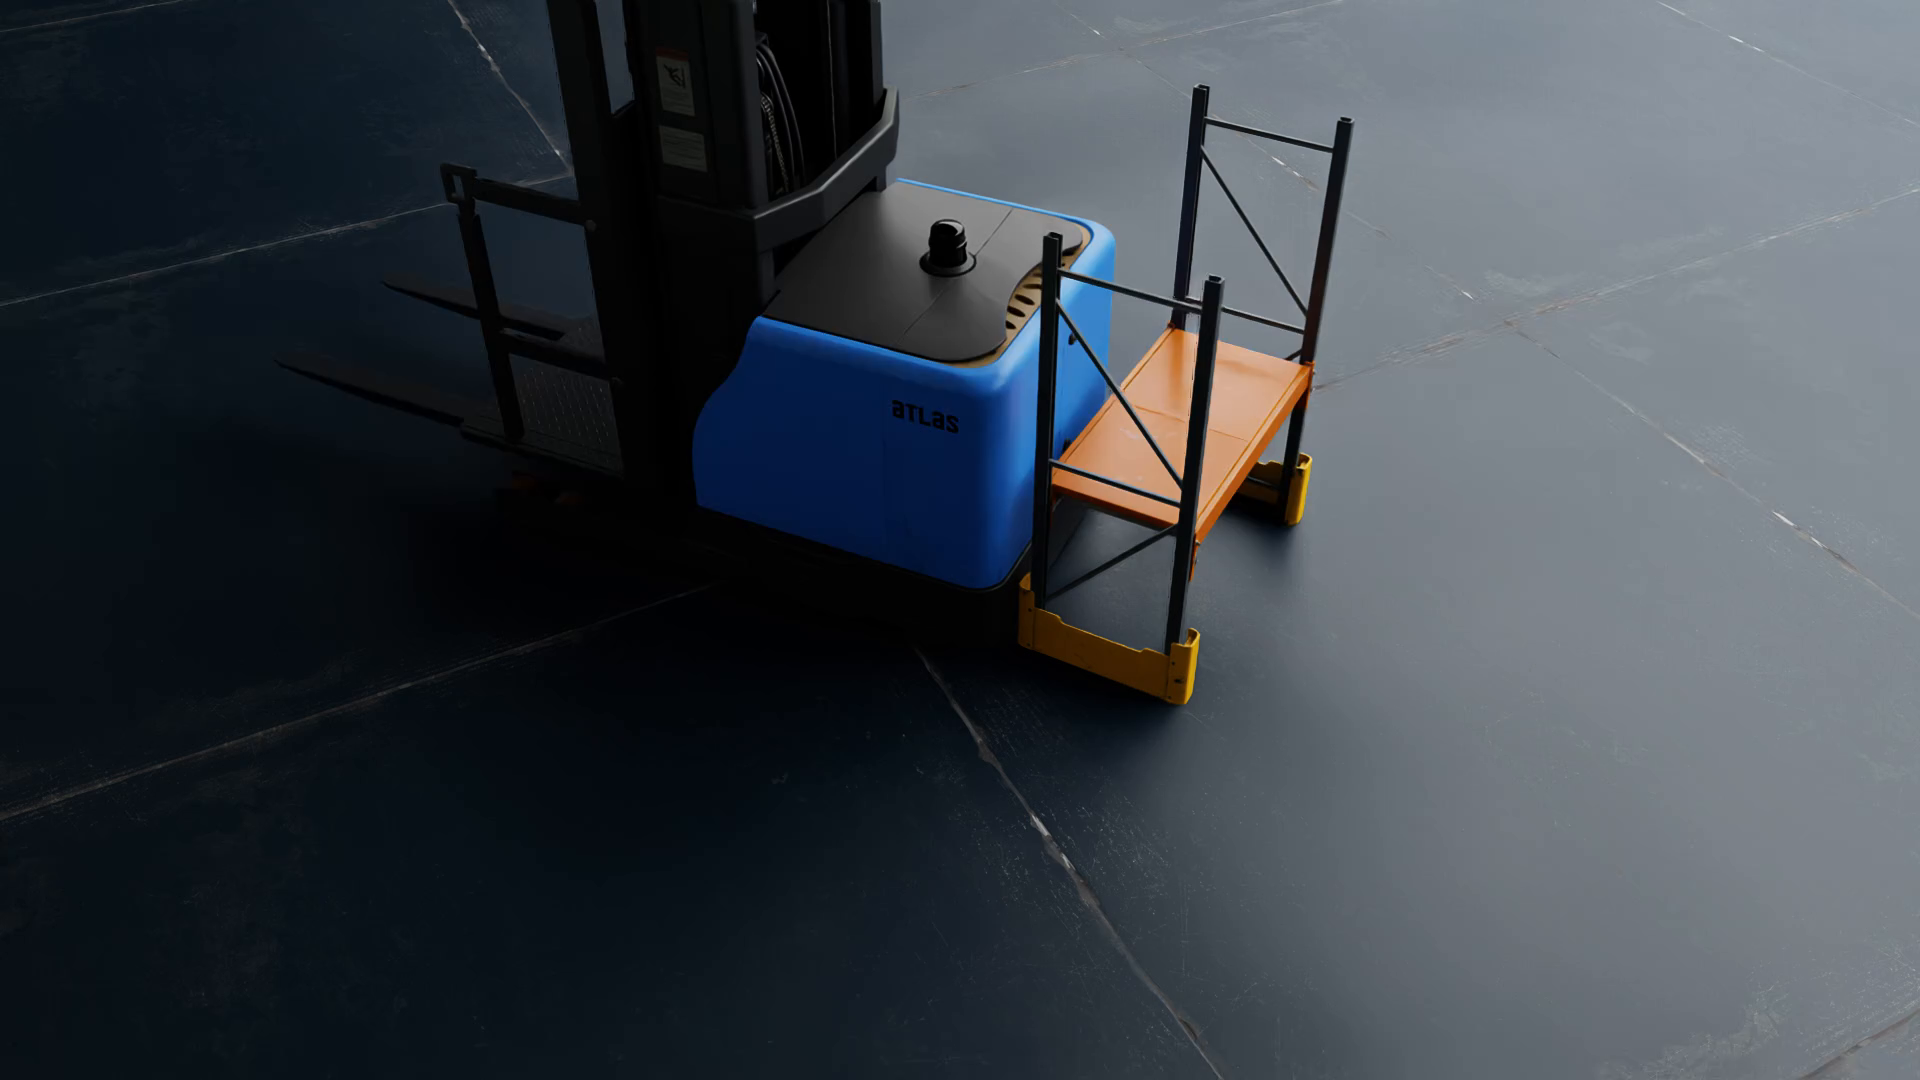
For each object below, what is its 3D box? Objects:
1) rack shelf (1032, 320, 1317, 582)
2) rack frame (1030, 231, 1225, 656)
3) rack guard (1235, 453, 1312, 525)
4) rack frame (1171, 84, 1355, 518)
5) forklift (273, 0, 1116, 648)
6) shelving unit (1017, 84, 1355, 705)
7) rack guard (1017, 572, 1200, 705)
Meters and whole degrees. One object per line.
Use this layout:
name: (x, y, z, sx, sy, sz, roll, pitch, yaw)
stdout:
rack shelf: (0.691, -0.310, 5.234, 0.538, 0.185, 1.000, 20, 44, 22)
rack frame: (0.445, -0.159, 4.777, 0.500, 1.500, 0.032, 20, 44, 22)
rack guard: (0.935, -0.257, 5.860, 0.587, 0.250, 0.087, 20, 44, 22)
rack frame: (0.936, -0.735, 5.457, 0.500, 1.500, 0.032, 20, 44, 22)
forklift: (-1.052, -1.415, 5.153, 3.031, 2.935, 1.130, 16, 43, 19)
shelving unit: (0.695, -0.452, 5.123, 0.587, 1.500, 1.083, 20, 44, 22)
rack guard: (0.455, 0.307, 5.194, 0.587, 0.250, 0.087, 20, 44, 22)
